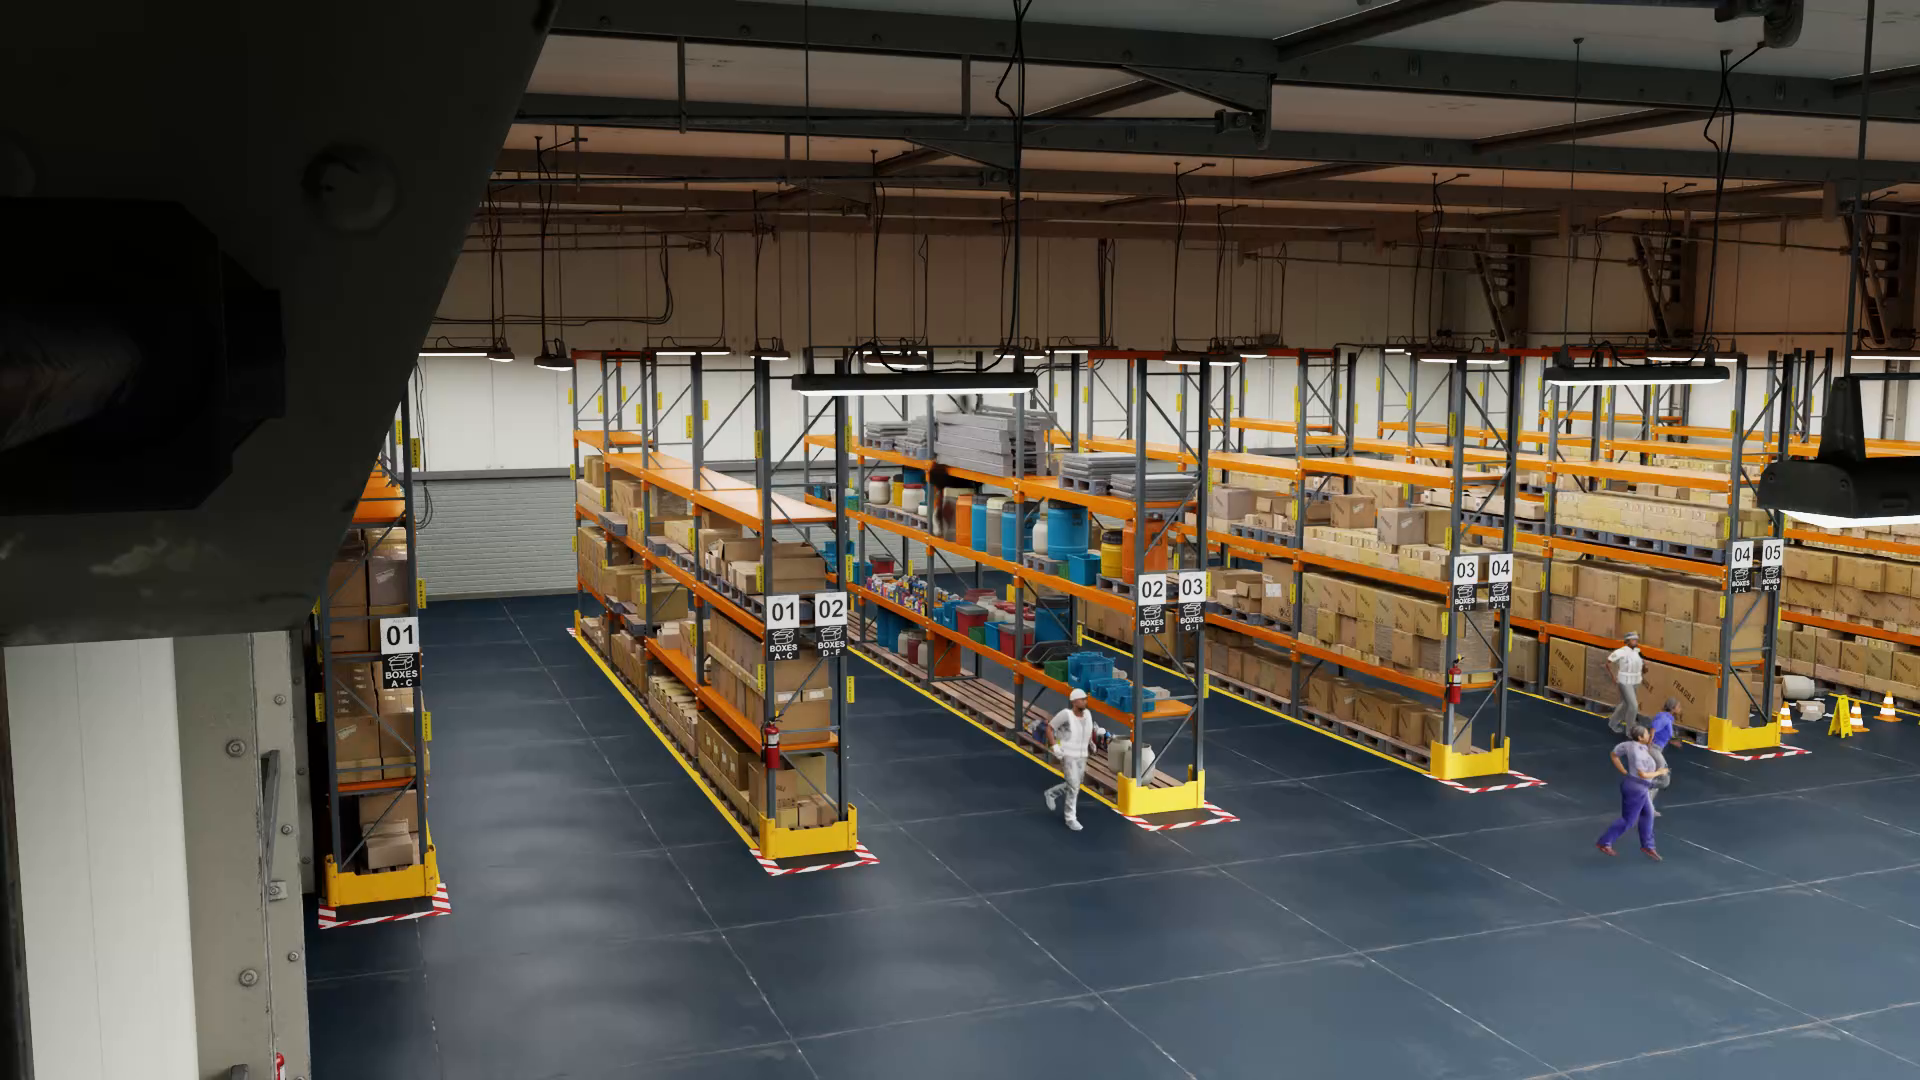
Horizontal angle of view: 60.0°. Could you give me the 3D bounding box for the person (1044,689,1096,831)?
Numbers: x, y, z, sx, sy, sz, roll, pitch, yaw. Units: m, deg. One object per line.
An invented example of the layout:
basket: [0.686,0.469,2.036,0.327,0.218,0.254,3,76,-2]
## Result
person: [1.451,2.802,21.608,0.723,1.745,0.848,-6,9,-39]

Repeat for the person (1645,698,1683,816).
person: [9.155,2.858,21.914,0.694,1.573,0.564,1,7,10]

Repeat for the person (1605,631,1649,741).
person: [10.425,2.274,25.950,0.548,1.753,0.746,-4,8,-29]

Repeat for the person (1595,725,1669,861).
person: [8.070,3.047,19.952,0.816,1.704,0.593,1,7,11]
